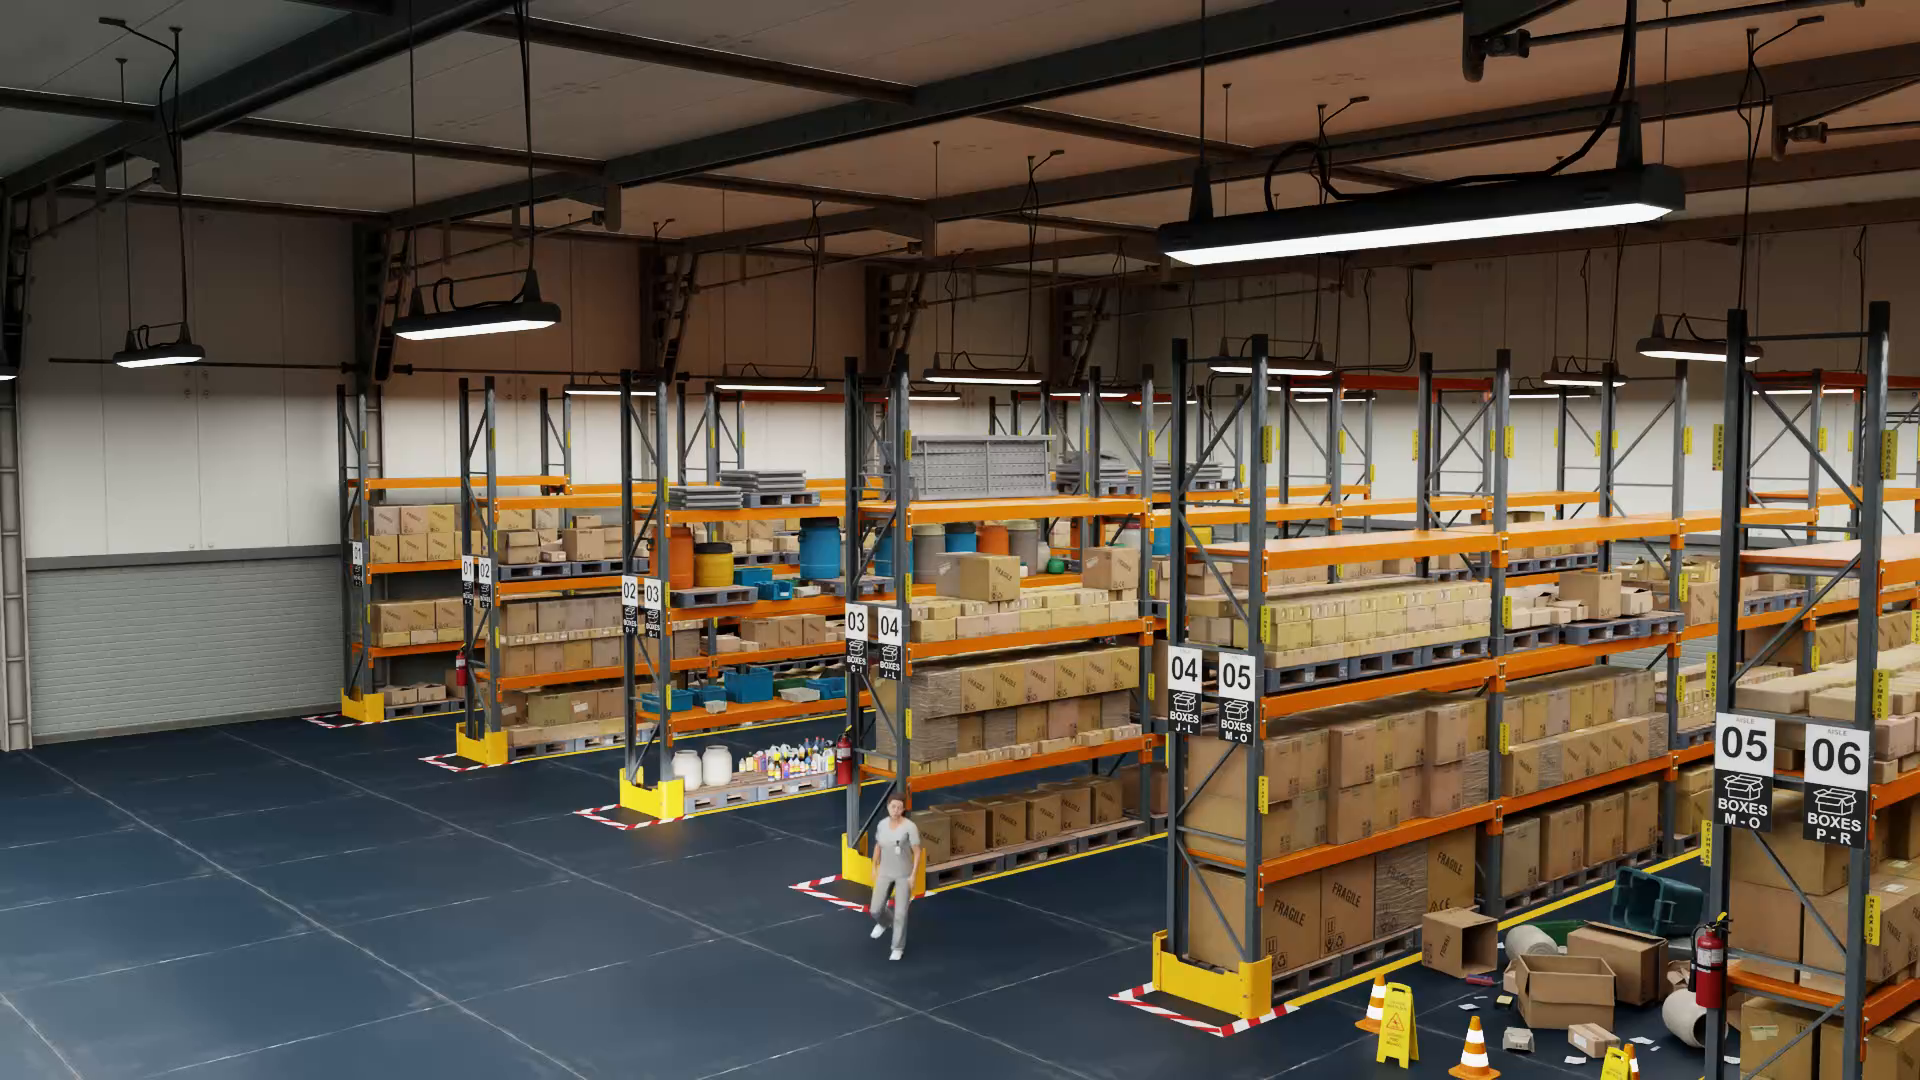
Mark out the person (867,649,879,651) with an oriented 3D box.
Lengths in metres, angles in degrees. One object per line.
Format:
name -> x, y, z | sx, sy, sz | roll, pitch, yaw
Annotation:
person -> -1.862, 2.101, 34.977 | 0.567, 1.541, 0.912 | 1, 4, 20

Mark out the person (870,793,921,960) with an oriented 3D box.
person -> -0.638, 3.269, 16.347 | 0.617, 1.642, 0.657 | 1, 4, 16
